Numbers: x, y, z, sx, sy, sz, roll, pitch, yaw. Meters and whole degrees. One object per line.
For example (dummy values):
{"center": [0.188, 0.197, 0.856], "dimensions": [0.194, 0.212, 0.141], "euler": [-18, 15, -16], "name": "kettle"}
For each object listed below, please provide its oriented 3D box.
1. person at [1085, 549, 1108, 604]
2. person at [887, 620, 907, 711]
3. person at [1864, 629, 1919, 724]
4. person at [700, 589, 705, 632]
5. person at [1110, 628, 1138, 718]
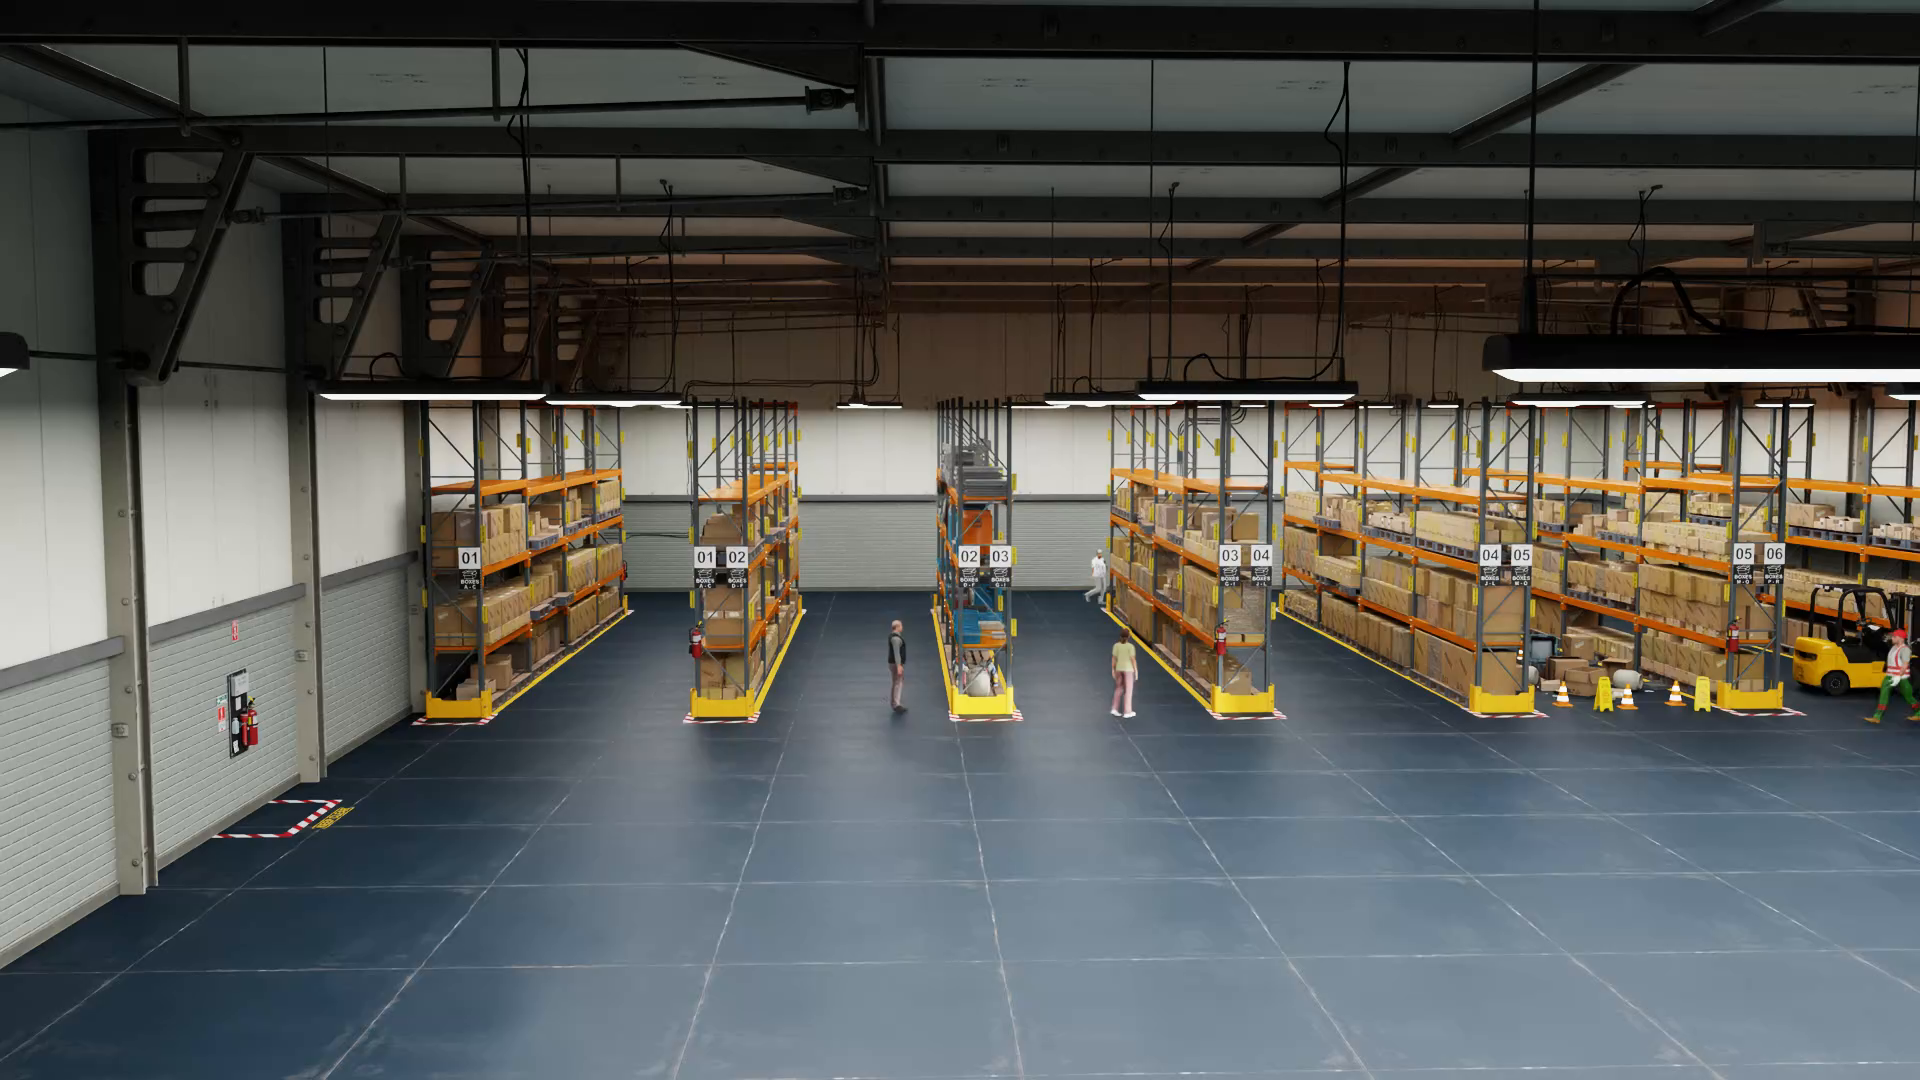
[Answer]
{"center": [4.061, 1.089, 49.295], "dimensions": [0.621, 1.630, 0.500], "euler": [2, 5, 29], "name": "person"}
{"center": [-1.209, 2.439, 31.914], "dimensions": [0.365, 1.803, 0.591], "euler": [0, 4, -5], "name": "person"}
{"center": [17.142, 2.506, 30.399], "dimensions": [1.086, 1.748, 0.501], "euler": [-2, 5, -21], "name": "person"}
{"center": [-6.478, 1.513, 43.291], "dimensions": [0.714, 1.718, 1.058], "euler": [0, 4, -4], "name": "person"}
{"center": [3.103, 2.498, 31.183], "dimensions": [0.529, 1.701, 0.381], "euler": [3, 5, 34], "name": "person"}
